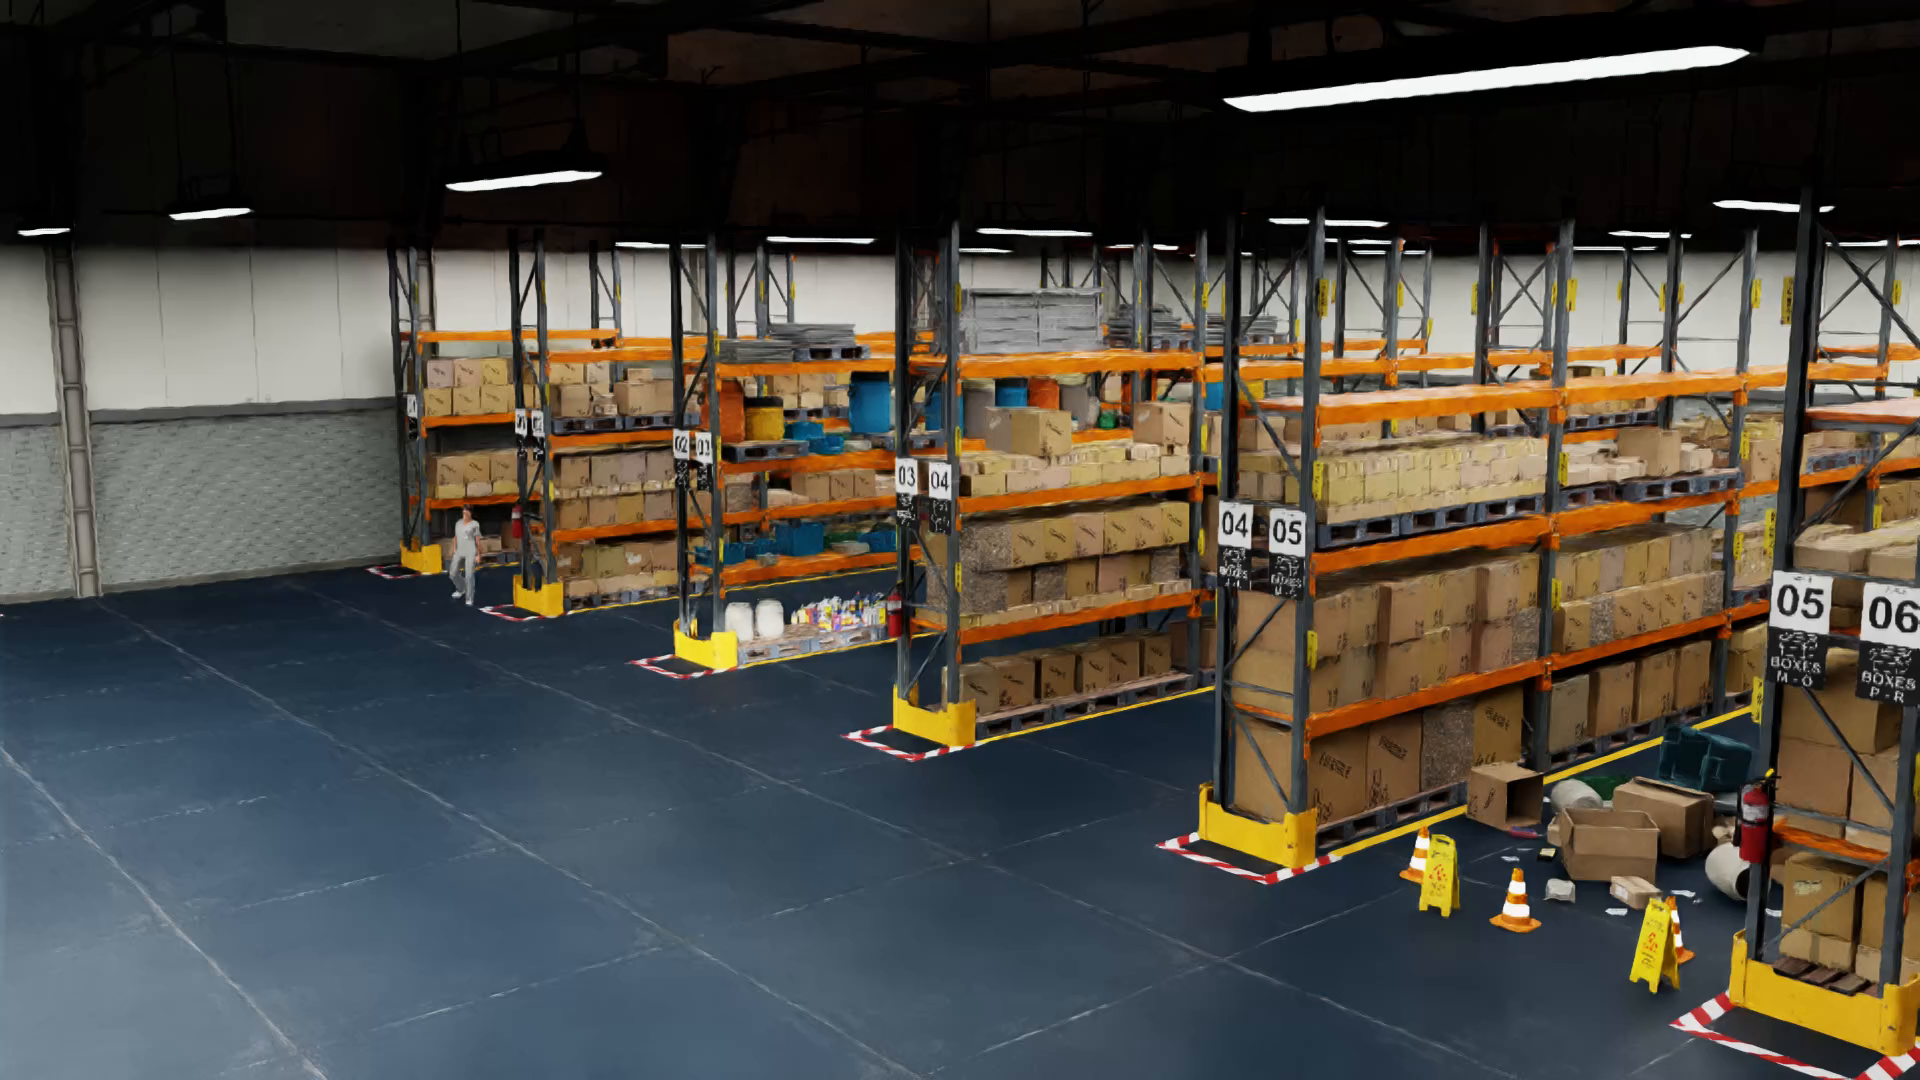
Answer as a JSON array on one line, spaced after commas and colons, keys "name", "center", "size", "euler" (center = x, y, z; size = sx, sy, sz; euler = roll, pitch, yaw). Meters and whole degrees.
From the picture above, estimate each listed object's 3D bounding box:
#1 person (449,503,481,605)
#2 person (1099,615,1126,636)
[{"name": "person", "center": [-8.039, 0.333, 27.035], "size": [0.638, 1.413, 0.497], "euler": [2, 9, 13]}, {"name": "person", "center": [2.076, 0.830, 23.067], "size": [0.636, 1.599, 0.551], "euler": [-2, 9, -10]}]
